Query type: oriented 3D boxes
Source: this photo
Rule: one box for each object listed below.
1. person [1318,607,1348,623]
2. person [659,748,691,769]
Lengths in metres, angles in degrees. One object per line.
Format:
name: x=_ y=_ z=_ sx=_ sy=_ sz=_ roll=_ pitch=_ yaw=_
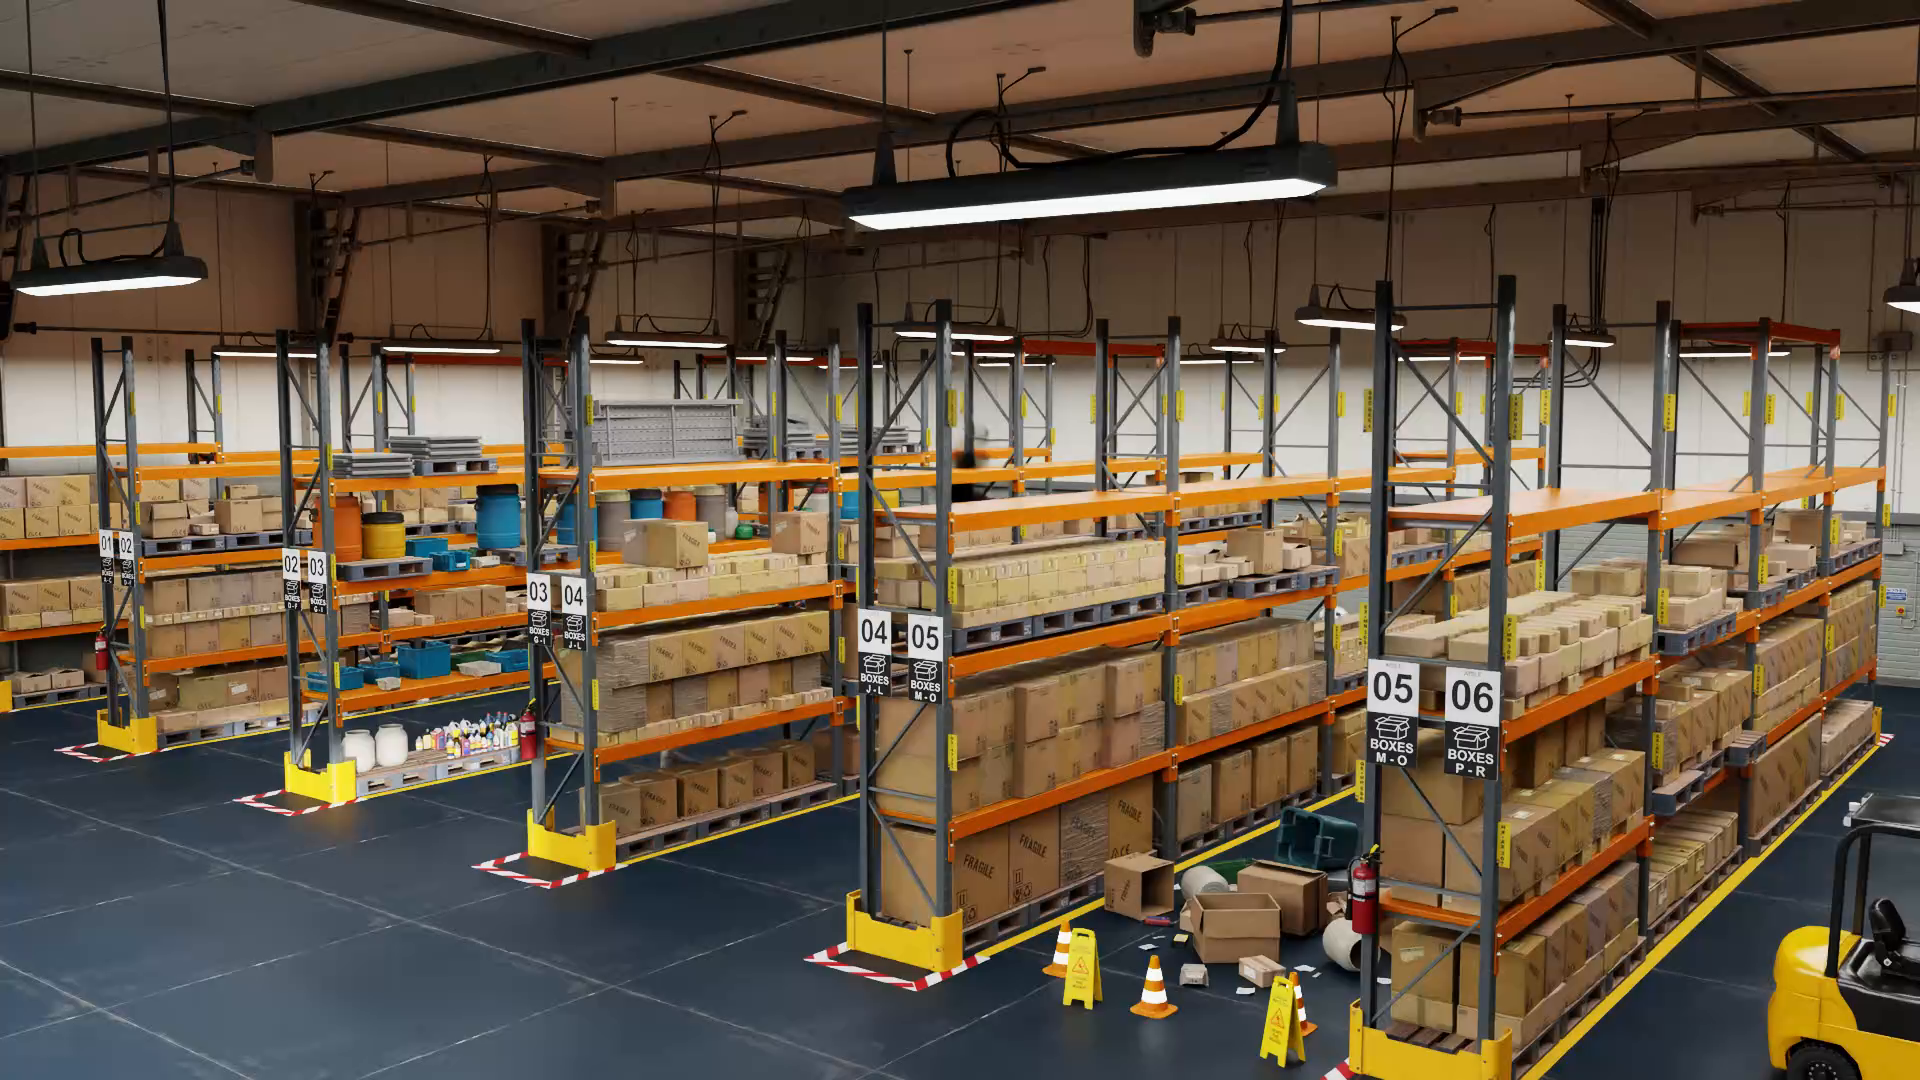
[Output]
person: x=6.874 y=1.785 z=30.239 sx=0.721 sy=1.566 sz=0.526 roll=1 pitch=5 yaw=9
person: x=-3.752 y=2.407 z=21.499 sx=0.700 sy=1.762 sz=0.957 roll=3 pitch=6 yaw=28
